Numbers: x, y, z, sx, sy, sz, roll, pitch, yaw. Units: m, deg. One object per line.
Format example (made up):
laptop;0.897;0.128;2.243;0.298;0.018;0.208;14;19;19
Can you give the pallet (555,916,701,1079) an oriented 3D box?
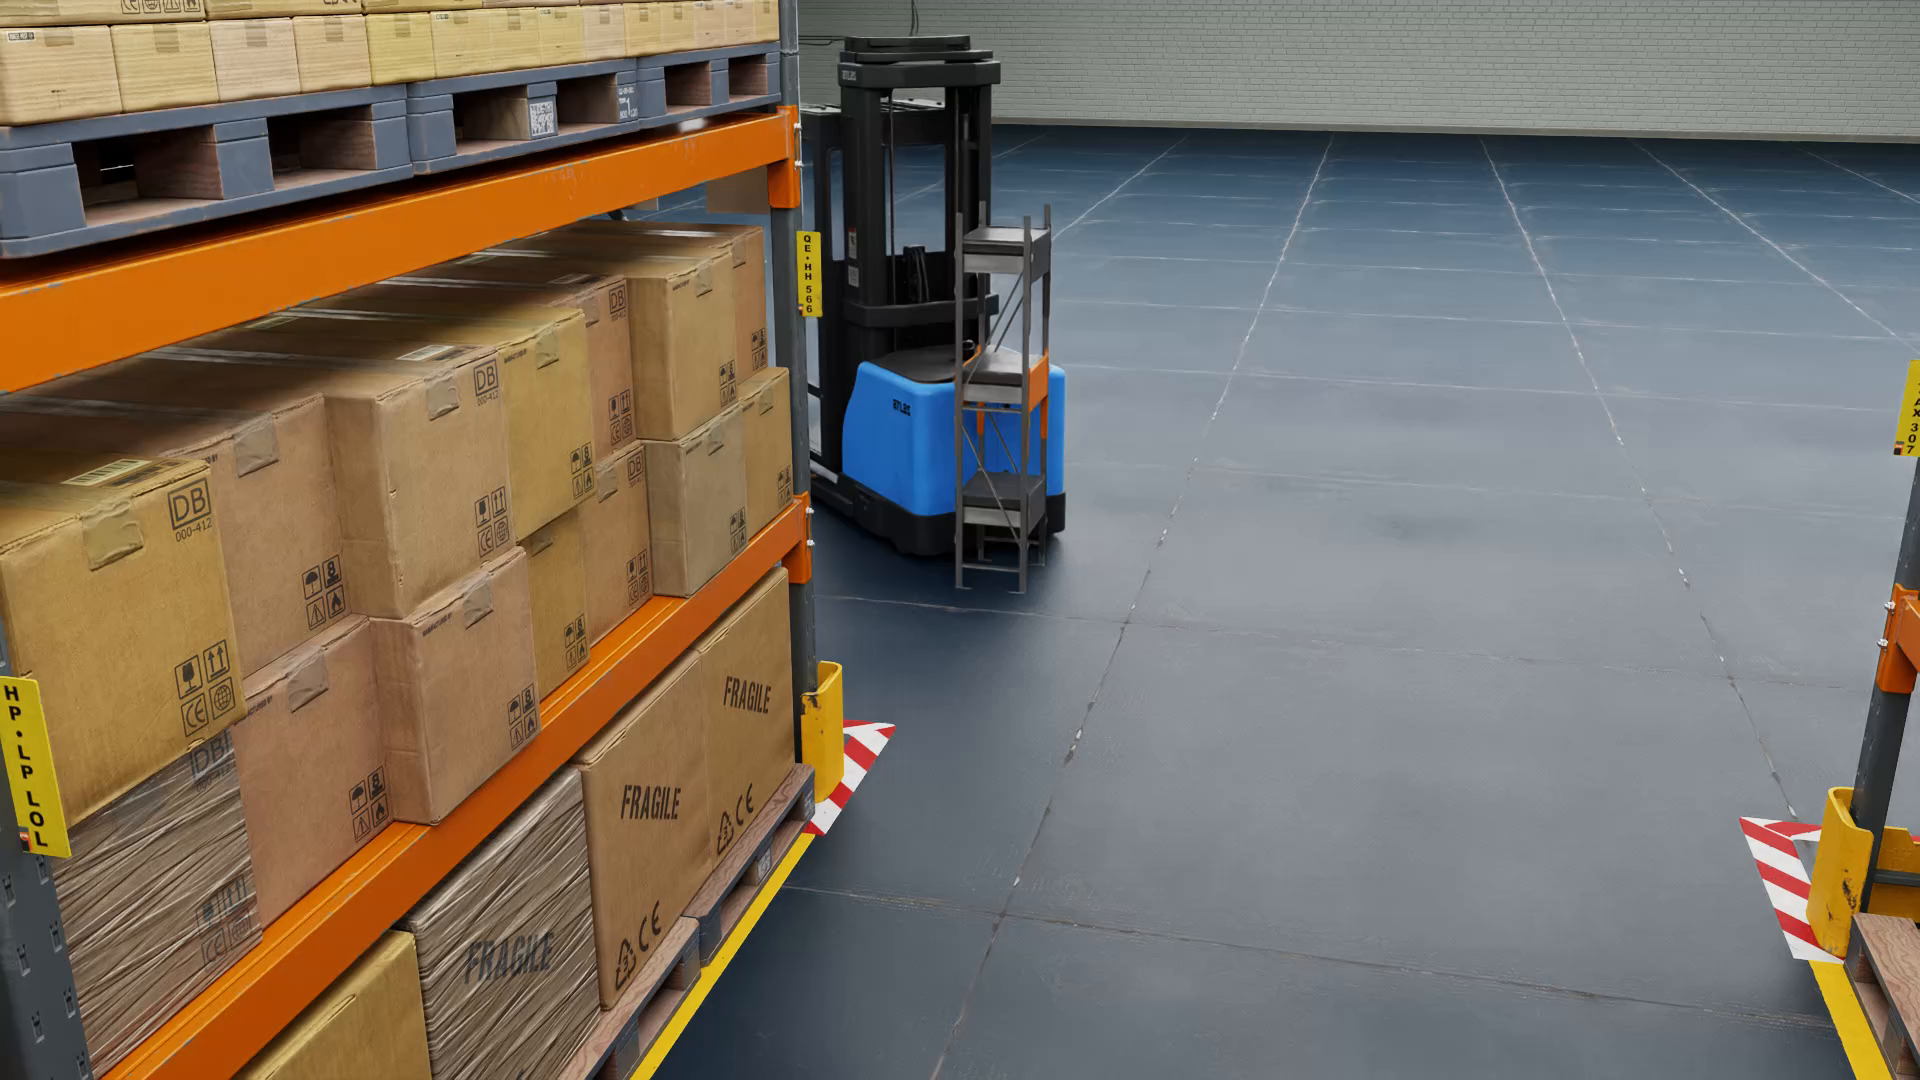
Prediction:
pallet;-1.522;1.554;5.313;1.003;0.211;1.213;5;19;13

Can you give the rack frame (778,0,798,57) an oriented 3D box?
rack frame;-1.102;-3.243;5.760;1.000;3.000;0.127;5;19;13

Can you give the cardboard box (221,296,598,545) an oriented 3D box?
cardboard box;-1.547;-0.352;4.675;0.875;0.550;0.500;5;19;13

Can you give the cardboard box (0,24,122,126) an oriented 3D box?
cardboard box;-1.661;-0.784;2.786;0.380;0.149;0.250;4;19;12

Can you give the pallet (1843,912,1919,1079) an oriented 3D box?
pallet;3.431;1.615;5.134;1.003;0.211;1.213;5;19;13

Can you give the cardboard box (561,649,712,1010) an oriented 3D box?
cardboard box;-1.417;0.896;5.560;0.875;0.875;0.875;4;19;13

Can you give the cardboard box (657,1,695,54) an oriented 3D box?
cardboard box;-1.042;-1.581;5.119;0.380;0.149;0.250;5;19;14

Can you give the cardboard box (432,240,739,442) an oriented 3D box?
cardboard box;-1.275;-0.693;5.674;0.875;0.550;0.550;5;19;13

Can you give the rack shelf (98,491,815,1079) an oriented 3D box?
rack shelf;-1.591;0.563;5.011;1.077;0.370;4.000;5;19;13

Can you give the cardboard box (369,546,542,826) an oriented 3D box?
cardboard box;-1.642;0.328;4.355;0.875;0.550;0.550;5;19;13

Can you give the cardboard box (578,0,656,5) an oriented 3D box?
cardboard box;-1.197;-1.650;4.704;0.500;0.250;0.500;5;19;13

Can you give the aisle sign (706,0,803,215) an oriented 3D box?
aisle sign;-0.794;-1.633;6.305;0.394;0.787;0.004;5;19;13

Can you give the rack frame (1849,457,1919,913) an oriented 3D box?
rack frame;3.683;0.019;5.490;1.000;3.000;0.127;5;19;13

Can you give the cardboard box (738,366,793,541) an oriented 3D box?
cardboard box;-1.149;-0.355;6.355;0.875;0.550;0.550;5;19;13

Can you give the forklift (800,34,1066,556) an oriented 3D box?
forklift;-0.514;-1.725;10.703;1.130;2.935;3.031;-10;21;-27

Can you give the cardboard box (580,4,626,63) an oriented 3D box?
cardboard box;-1.166;-1.422;4.652;0.380;0.149;0.250;5;19;14

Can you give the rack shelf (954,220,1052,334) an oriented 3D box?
rack shelf;0.236;-1.426;8.992;0.431;0.518;0.480;5;19;14

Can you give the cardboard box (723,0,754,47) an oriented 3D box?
cardboard box;-0.917;-1.741;5.587;0.380;0.149;0.250;5;19;14

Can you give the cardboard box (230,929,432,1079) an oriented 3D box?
cardboard box;-1.858;1.465;3.896;0.875;0.875;0.875;5;19;14

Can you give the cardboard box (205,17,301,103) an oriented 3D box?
cardboard box;-1.537;-0.944;3.253;0.380;0.149;0.250;5;19;13

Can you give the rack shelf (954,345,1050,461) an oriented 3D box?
rack shelf;0.236;-0.764;9.218;0.431;0.518;0.480;5;19;14

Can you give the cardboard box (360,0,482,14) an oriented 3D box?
cardboard box;-1.444;-1.333;3.777;0.500;0.250;0.500;4;19;13

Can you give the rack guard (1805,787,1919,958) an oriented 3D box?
rack guard;3.664;1.226;5.825;1.175;0.500;0.348;5;19;13

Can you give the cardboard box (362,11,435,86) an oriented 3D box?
cardboard box;-1.414;-1.103;3.721;0.380;0.149;0.250;4;19;13

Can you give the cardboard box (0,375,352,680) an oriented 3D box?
cardboard box;-1.934;-0.027;3.723;0.875;0.550;0.550;5;19;13

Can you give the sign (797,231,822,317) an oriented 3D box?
sign;-0.579;-1.017;6.366;0.100;0.325;0.005;5;19;13

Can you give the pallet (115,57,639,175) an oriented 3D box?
pallet;-1.569;-1.165;4.453;1.003;0.211;1.213;5;19;13

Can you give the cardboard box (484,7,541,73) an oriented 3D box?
cardboard box;-1.289;-1.261;4.182;0.380;0.149;0.250;5;19;14

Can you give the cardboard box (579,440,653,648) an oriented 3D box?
cardboard box;-1.521;-0.015;5.360;0.875;0.550;0.550;5;19;13

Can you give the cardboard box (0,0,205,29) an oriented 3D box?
cardboard box;-1.689;-1.017;2.851;0.500;0.250;0.500;5;19;14

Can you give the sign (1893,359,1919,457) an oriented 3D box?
sign;3.157;-0.433;5.476;0.100;0.325;0.005;5;19;13

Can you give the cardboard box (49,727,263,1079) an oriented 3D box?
cardboard box;-2.001;0.662;3.376;0.875;0.550;0.550;5;19;13

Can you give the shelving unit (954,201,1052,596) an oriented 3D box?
shelving unit;0.236;-0.777;9.214;0.431;2.100;0.503;5;19;14

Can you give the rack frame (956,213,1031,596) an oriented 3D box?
rack frame;0.172;-0.701;8.991;0.400;2.100;0.015;5;19;14
